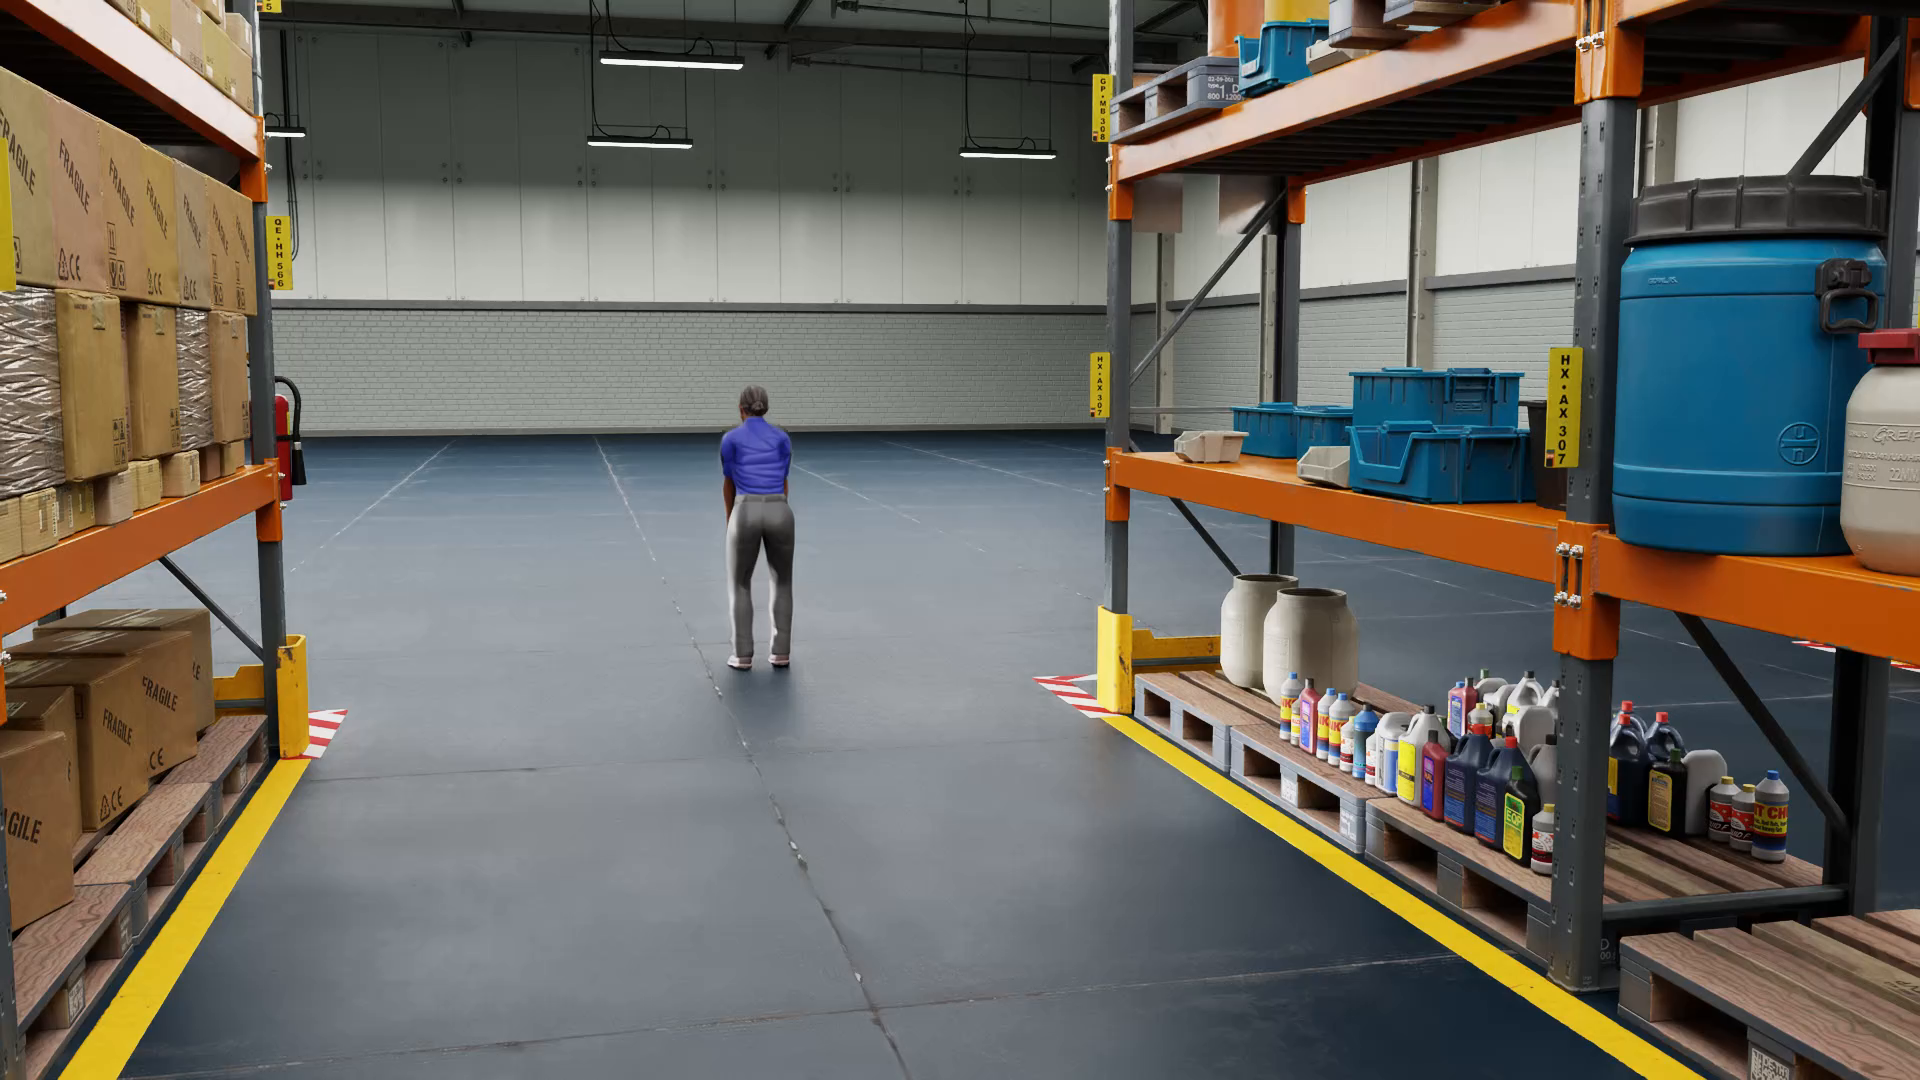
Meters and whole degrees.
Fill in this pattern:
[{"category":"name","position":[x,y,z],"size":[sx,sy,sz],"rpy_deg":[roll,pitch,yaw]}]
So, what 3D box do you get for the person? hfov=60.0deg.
[{"category":"person","position":[-1.174,-0.084,9.618],"size":[0.411,1.637,0.539],"rpy_deg":[-2,6,-15]}]
